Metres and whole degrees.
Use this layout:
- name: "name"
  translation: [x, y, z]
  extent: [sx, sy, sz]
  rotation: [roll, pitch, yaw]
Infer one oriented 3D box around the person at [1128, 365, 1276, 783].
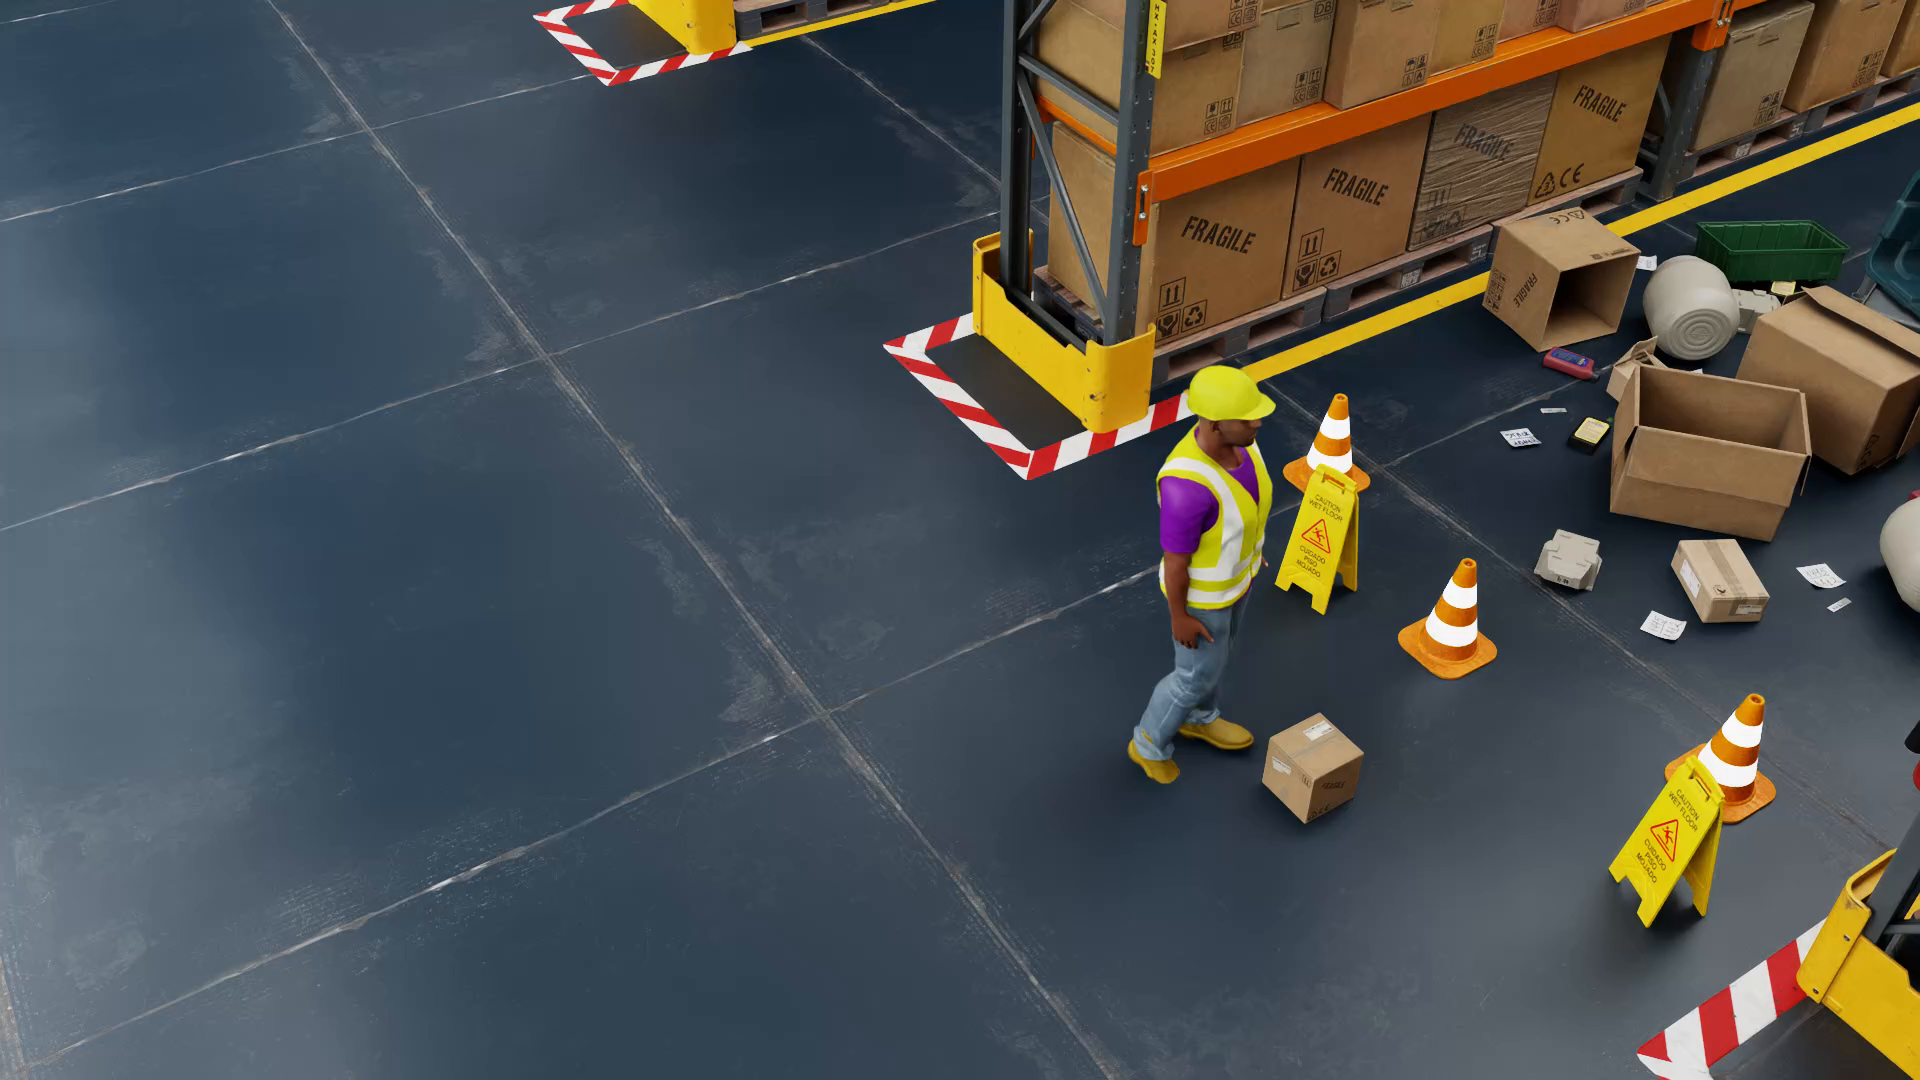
- name: "person"
  translation: [0.922, 0.168, 5.999]
  extent: [0.418, 1.849, 0.577]
  rotation: [20, 44, 21]
